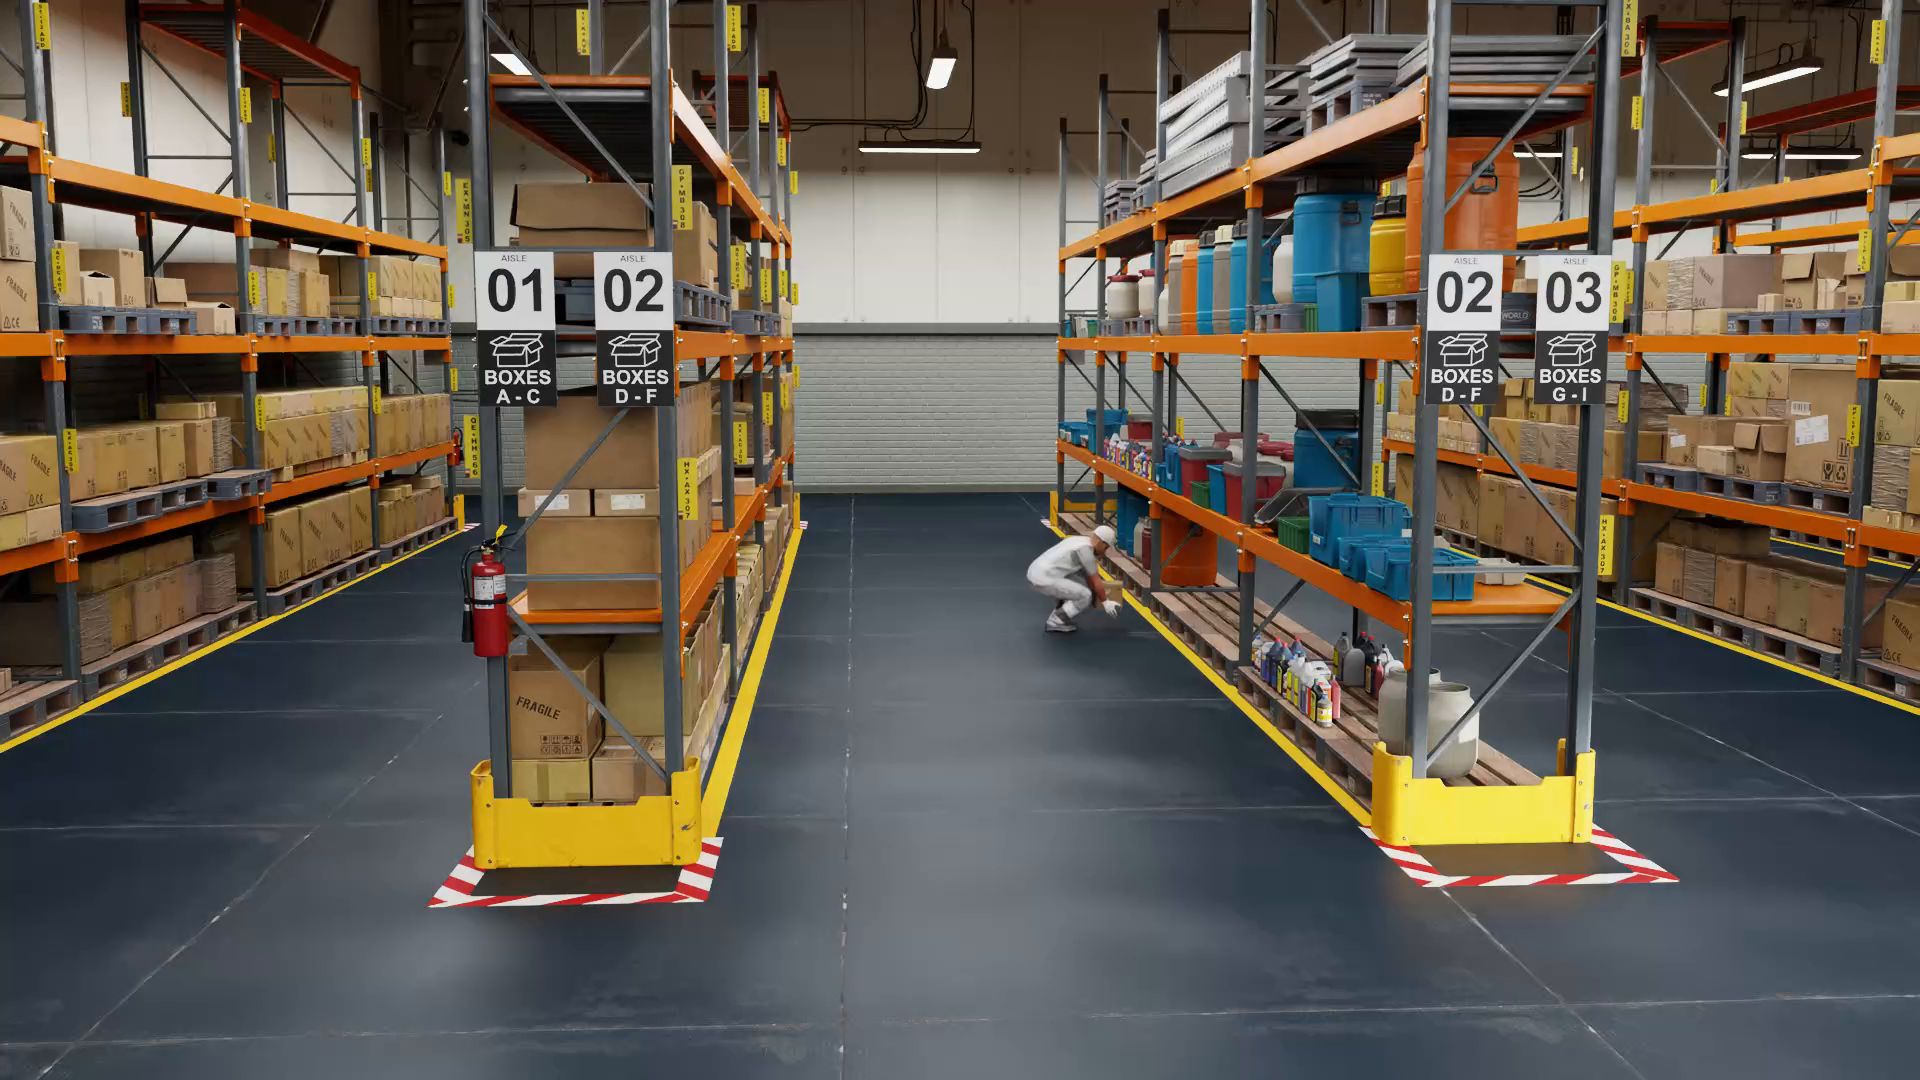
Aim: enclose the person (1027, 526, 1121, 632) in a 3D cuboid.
[{"bbox_3d":[1.085,0.367,15.937,0.896,0.997,0.542,-1,7,-5],"label":"person"}]
